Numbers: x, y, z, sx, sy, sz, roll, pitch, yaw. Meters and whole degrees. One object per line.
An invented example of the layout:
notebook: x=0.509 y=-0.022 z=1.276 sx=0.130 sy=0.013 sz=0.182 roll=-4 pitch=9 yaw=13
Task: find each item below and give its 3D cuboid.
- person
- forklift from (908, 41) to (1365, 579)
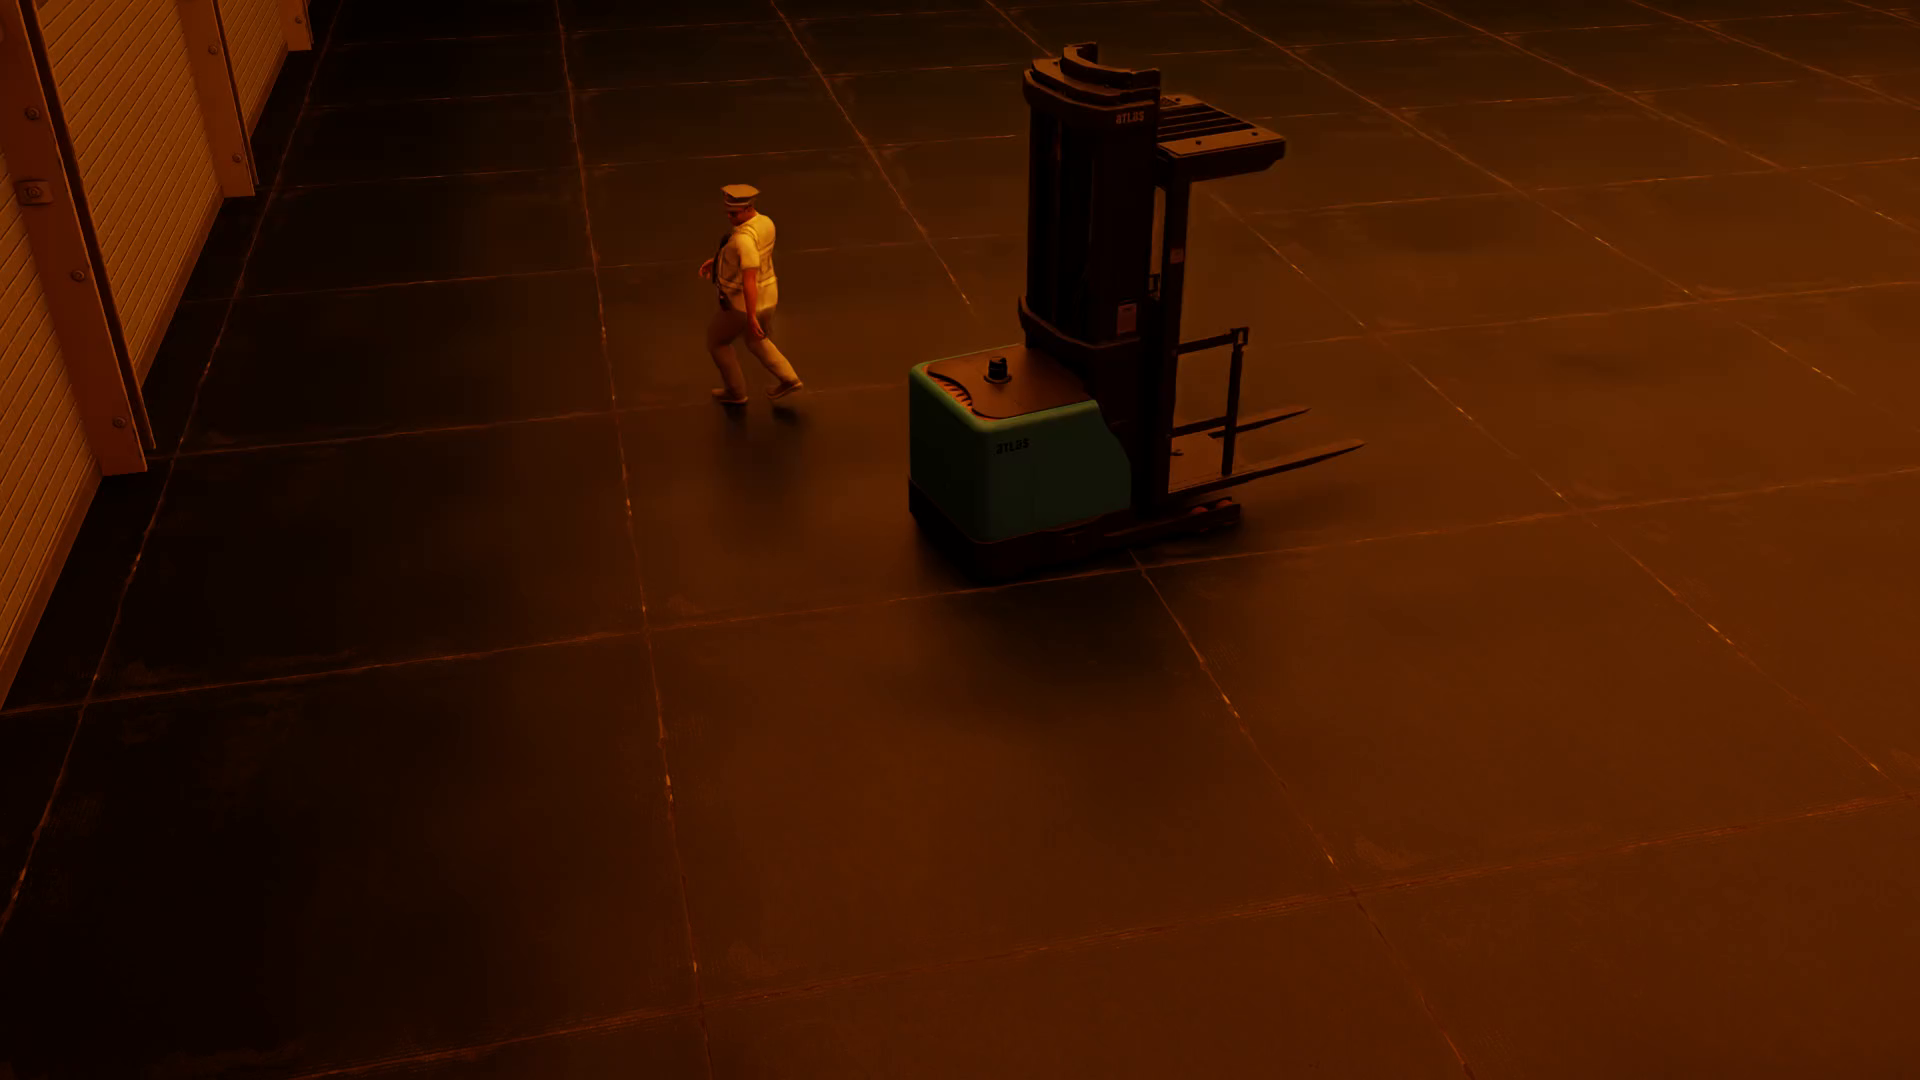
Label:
person: x=-1.507 y=-1.704 z=11.794 sx=0.779 sy=1.678 sz=0.628 roll=20 pitch=35 yaw=30
forklift: x=1.224 y=-1.534 z=10.225 sx=3.031 sy=2.935 sz=1.130 roll=-14 pitch=33 yaw=-23
